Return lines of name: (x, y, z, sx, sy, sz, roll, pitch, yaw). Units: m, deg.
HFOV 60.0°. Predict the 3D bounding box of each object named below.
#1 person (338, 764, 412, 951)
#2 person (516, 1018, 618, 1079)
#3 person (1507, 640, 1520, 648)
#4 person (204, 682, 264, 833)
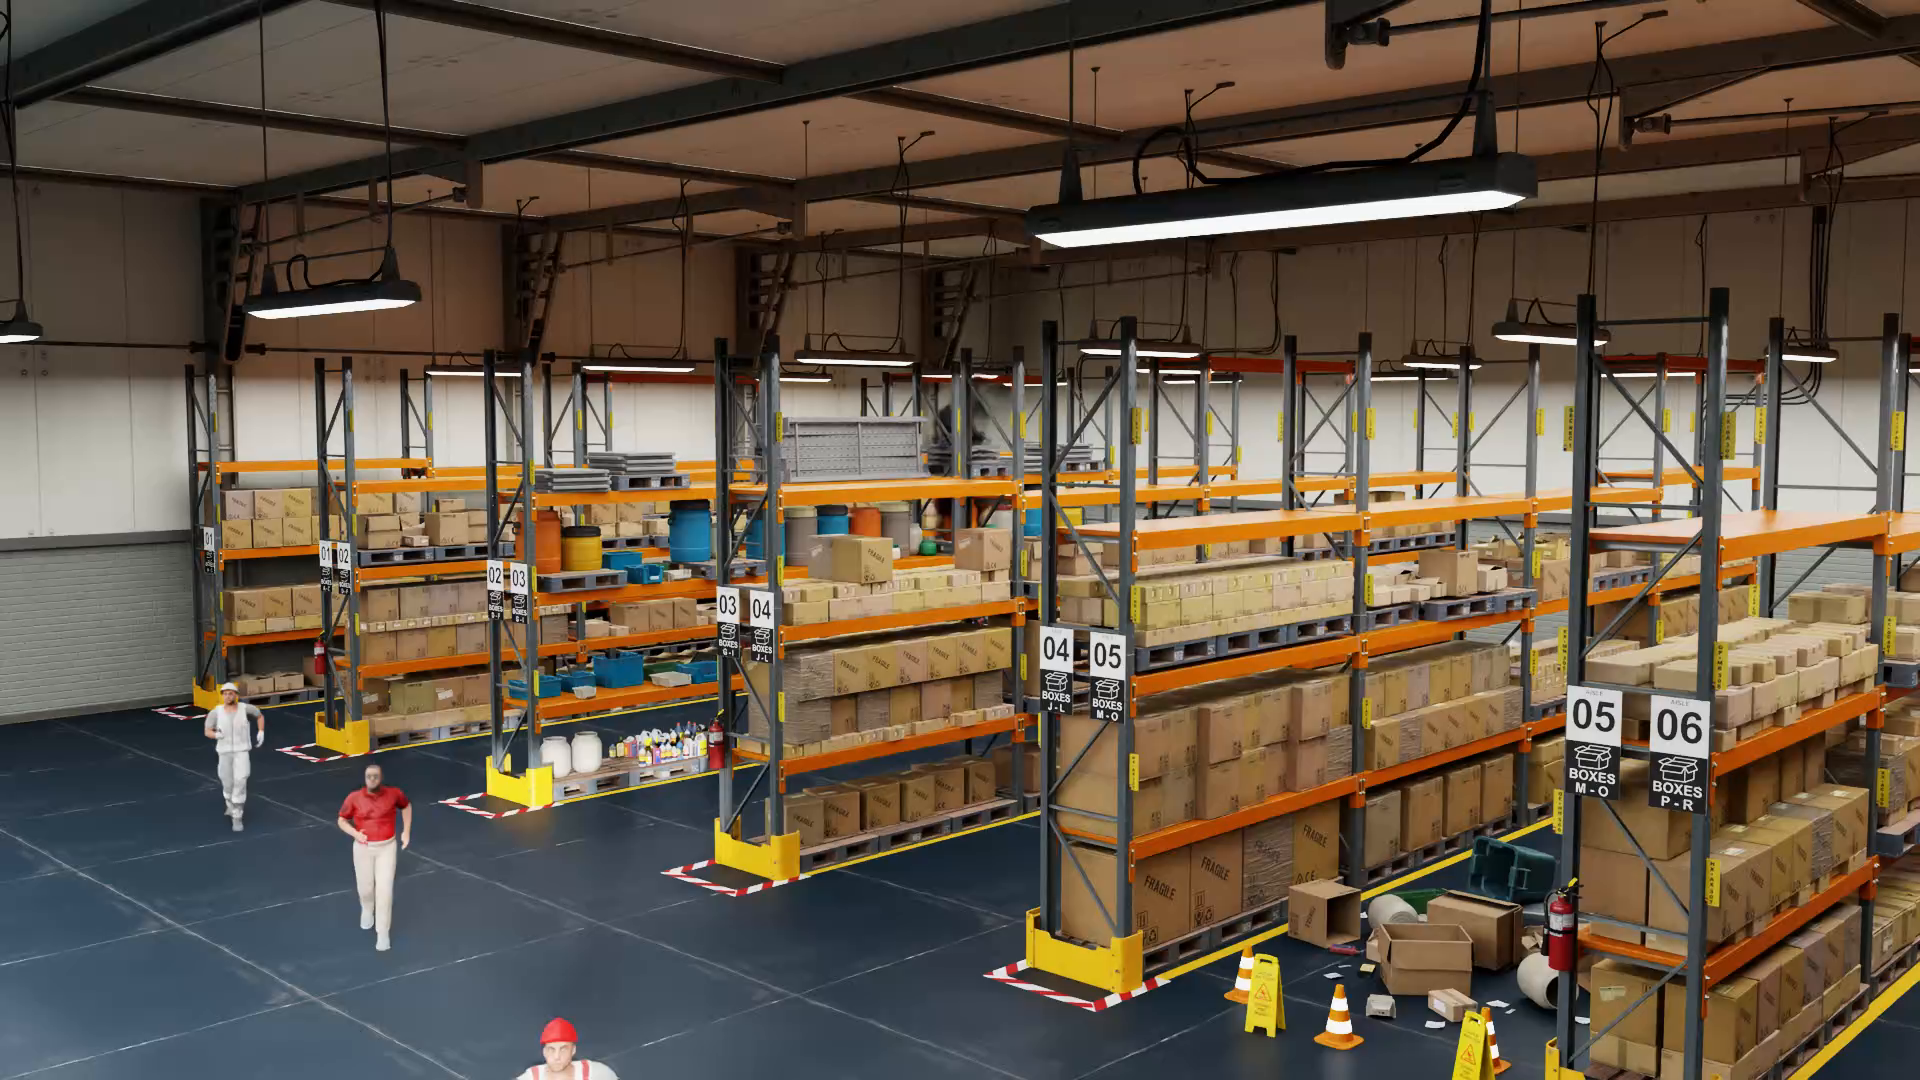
person: (-5.730, 3.058, 16.317, 0.686, 1.755, 0.867, -1, 5, -17)
person: (-2.220, 3.553, 9.303, 0.684, 1.829, 0.854, -1, 4, -10)
person: (8.370, 2.379, 25.172, 0.702, 1.735, 0.741, 3, 6, 38)
person: (-9.092, 2.687, 20.824, 0.669, 1.812, 0.893, -1, 5, -16)
